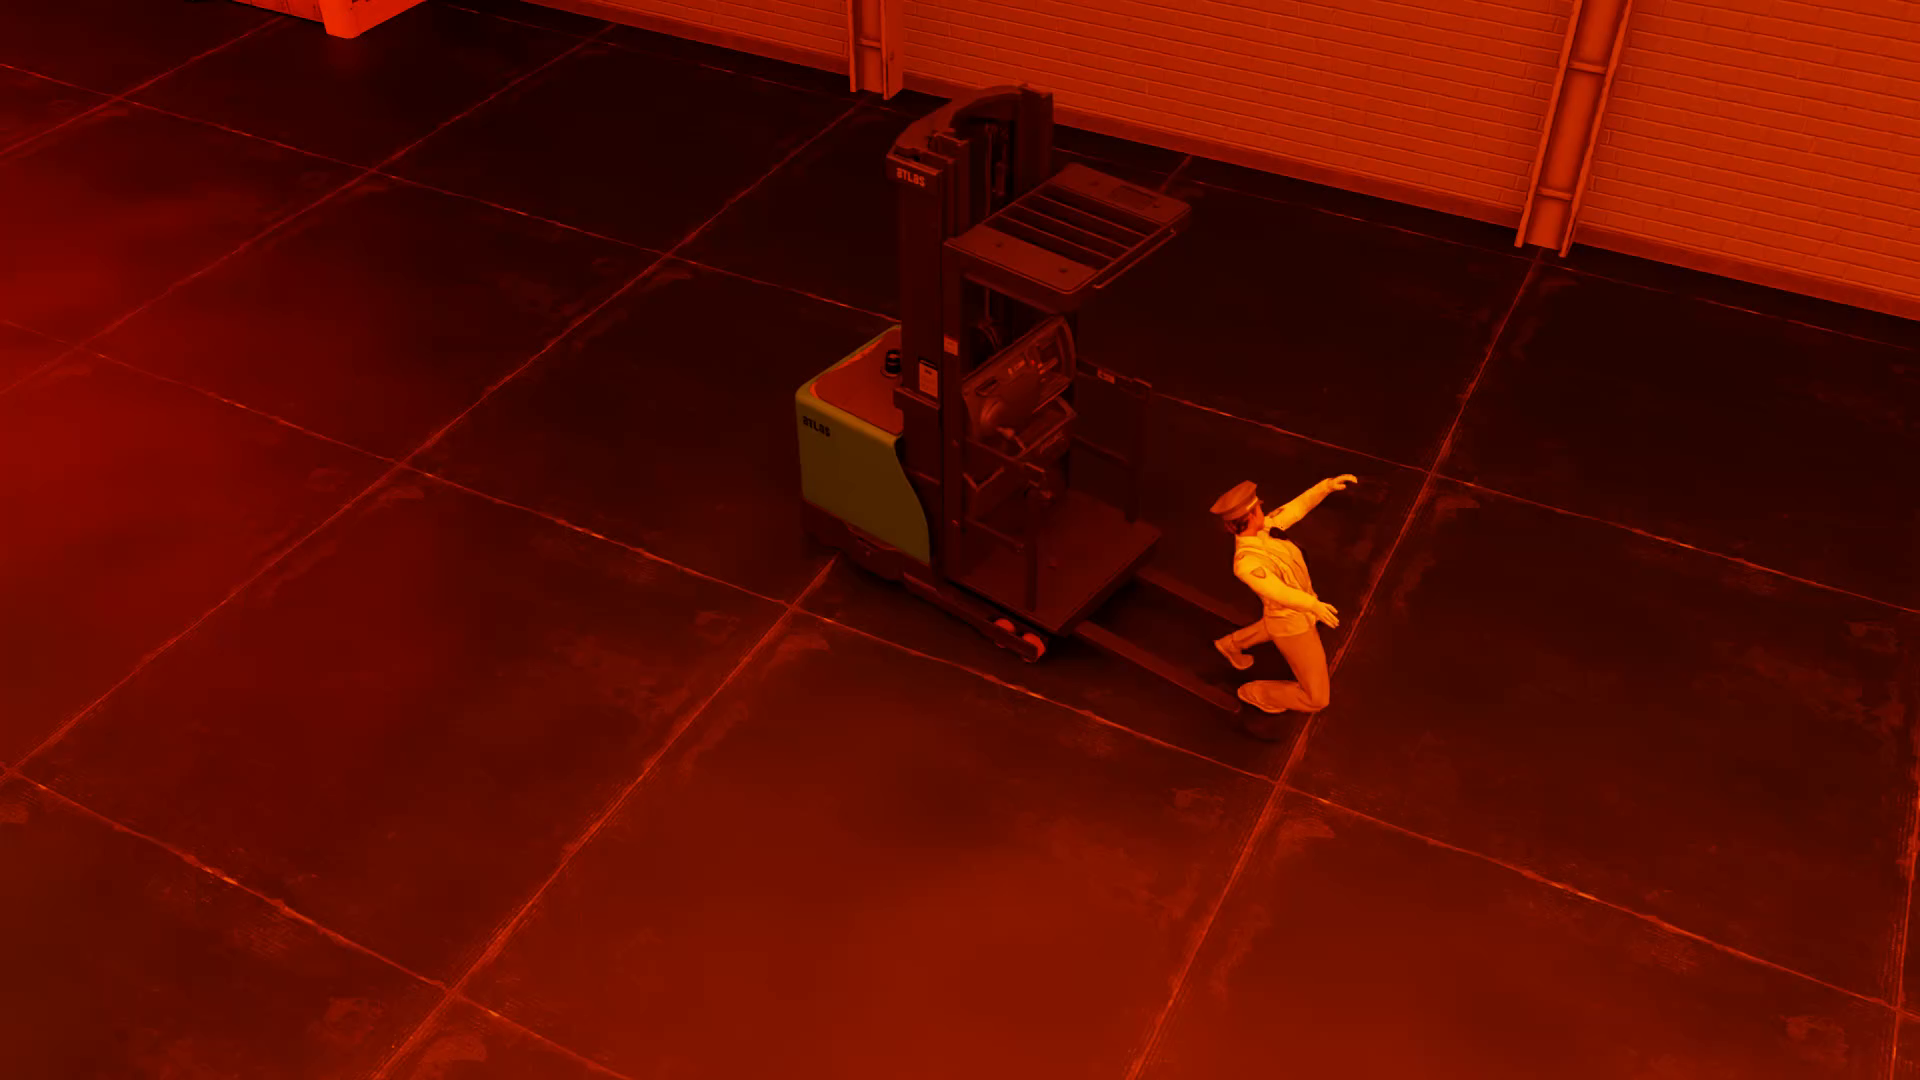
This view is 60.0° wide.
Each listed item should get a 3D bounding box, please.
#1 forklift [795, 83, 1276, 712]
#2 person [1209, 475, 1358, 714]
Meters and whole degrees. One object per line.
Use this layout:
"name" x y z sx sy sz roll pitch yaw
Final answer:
"forklift" 0.492 -0.815 8.954 3.031 2.935 1.130 27 47 29
"person" 1.596 0.415 8.515 0.709 1.471 0.973 3 40 4
